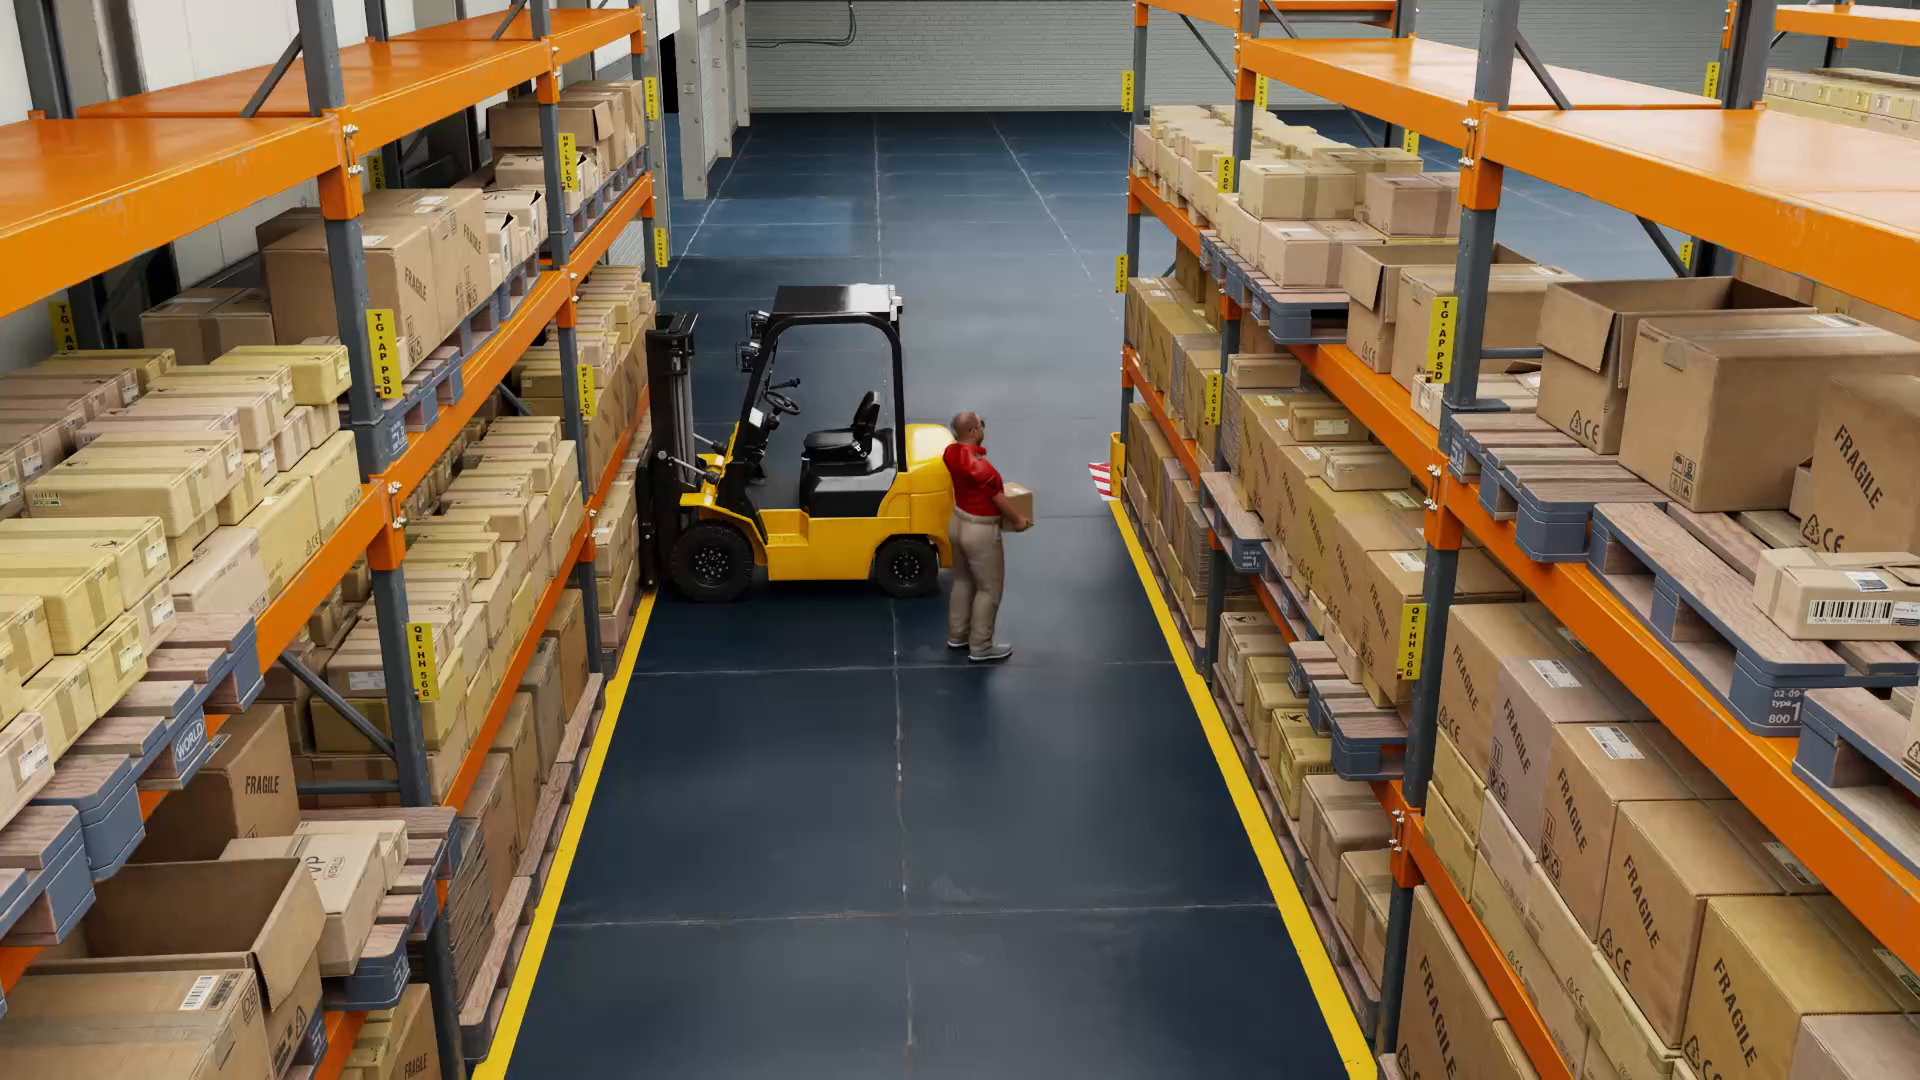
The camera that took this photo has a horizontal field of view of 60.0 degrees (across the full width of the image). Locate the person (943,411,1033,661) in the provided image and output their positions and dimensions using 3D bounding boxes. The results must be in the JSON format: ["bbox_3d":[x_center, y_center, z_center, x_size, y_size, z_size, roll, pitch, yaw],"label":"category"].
[{"bbox_3d":[0.186,-0.062,11.272,0.529,1.720,0.499,-11,23,-28],"label":"person"}]
